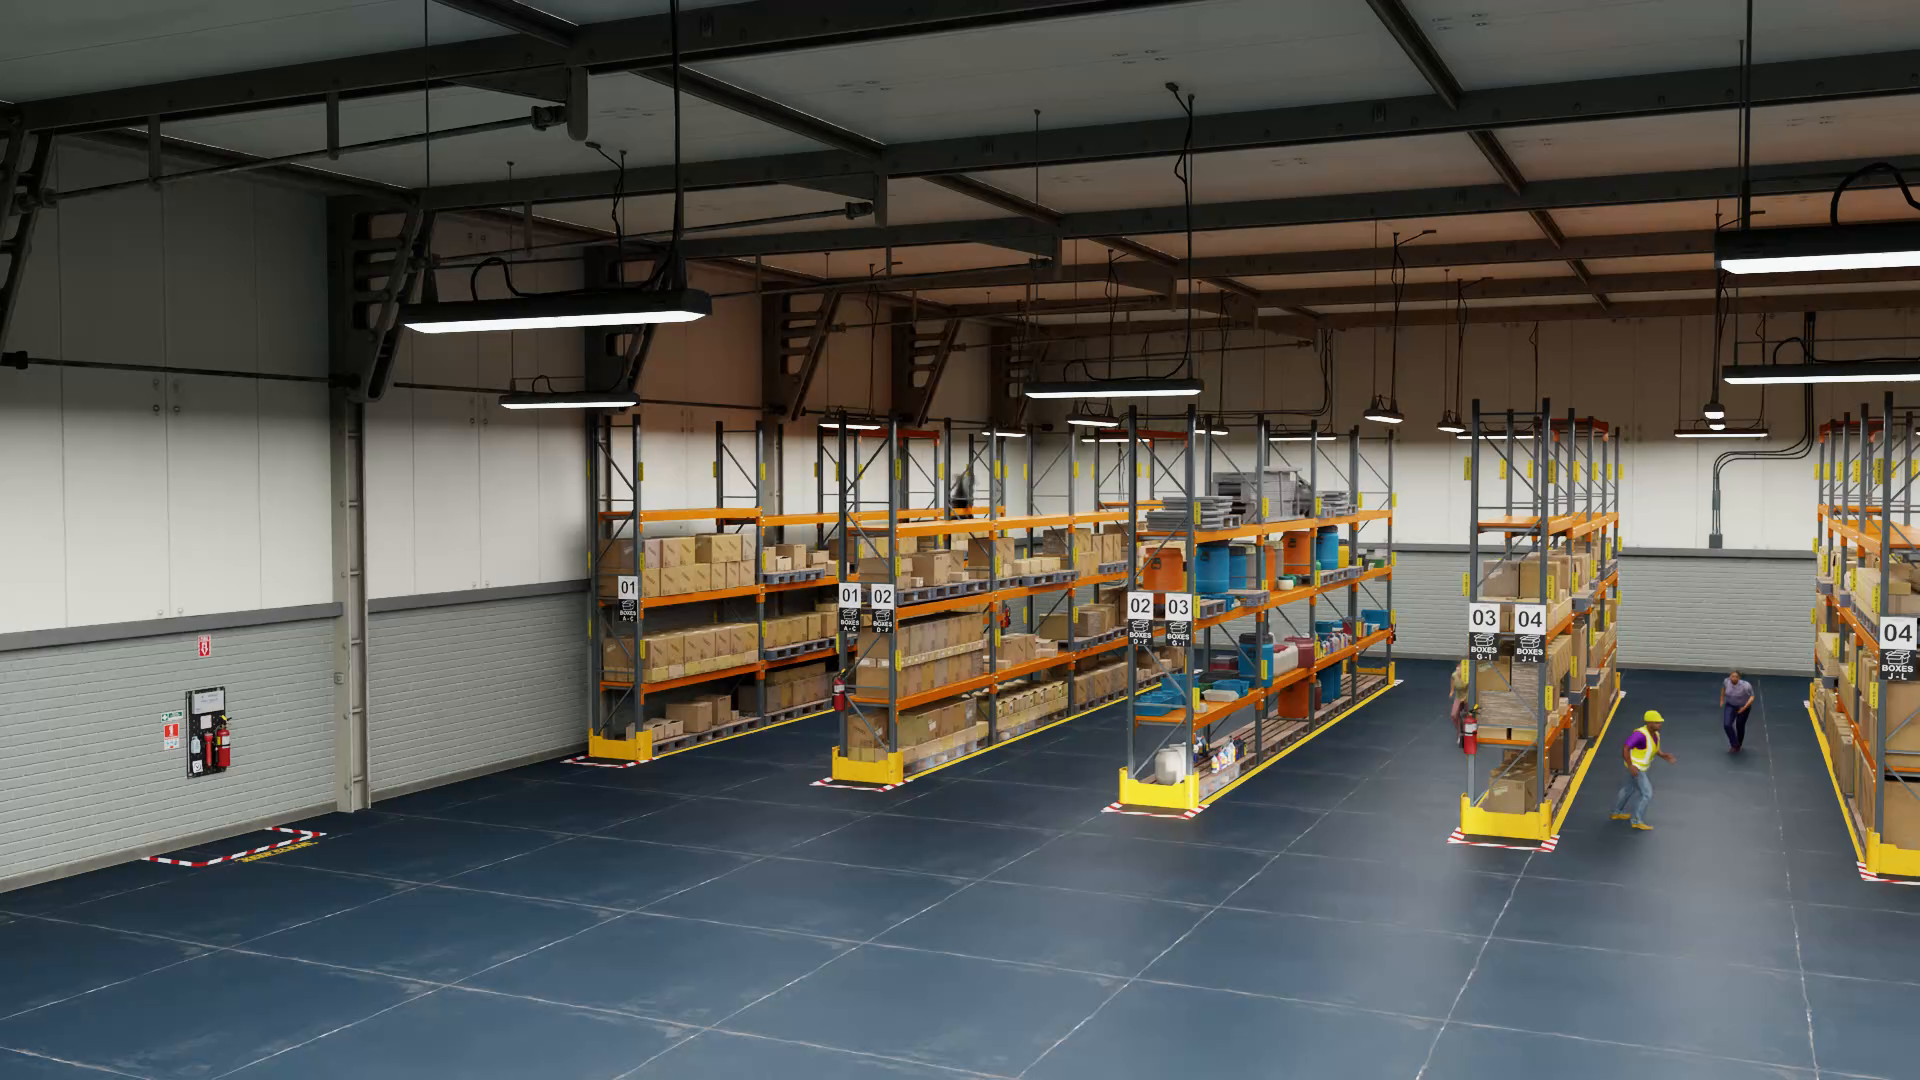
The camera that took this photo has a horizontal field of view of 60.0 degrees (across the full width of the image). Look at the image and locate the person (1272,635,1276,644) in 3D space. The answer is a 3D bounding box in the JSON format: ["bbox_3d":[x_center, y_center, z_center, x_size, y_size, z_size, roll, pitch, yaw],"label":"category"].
[{"bbox_3d":[6.662,2.635,36.760,0.566,1.706,0.732,-2,3,-42],"label":"person"}]

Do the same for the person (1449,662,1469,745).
[{"bbox_3d":[9.401,2.987,30.824,0.577,1.516,1.041,2,3,34],"label":"person"}]

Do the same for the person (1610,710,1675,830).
[{"bbox_3d":[9.555,3.209,23.370,0.890,1.687,0.733,2,3,38],"label":"person"}]

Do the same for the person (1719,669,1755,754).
[{"bbox_3d":[13.929,3.025,29.741,0.604,1.517,0.995,2,3,36],"label":"person"}]
